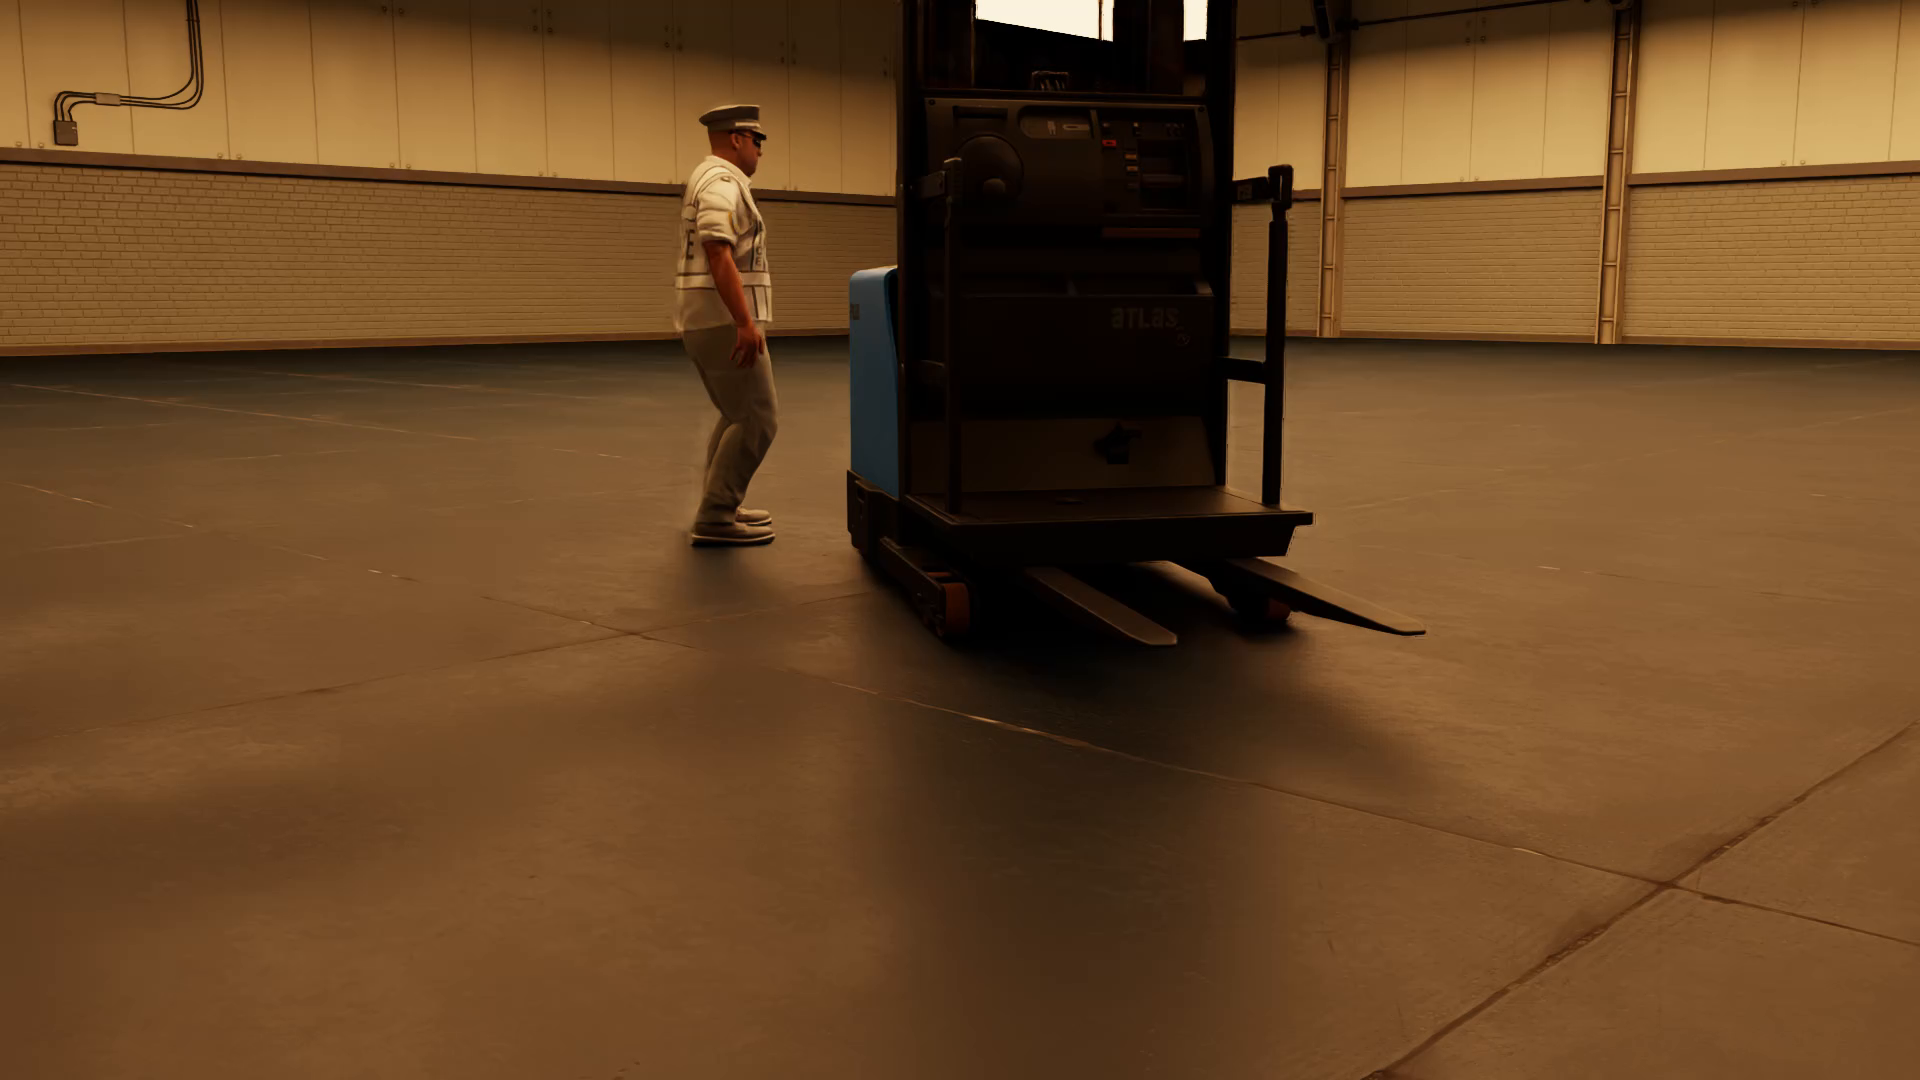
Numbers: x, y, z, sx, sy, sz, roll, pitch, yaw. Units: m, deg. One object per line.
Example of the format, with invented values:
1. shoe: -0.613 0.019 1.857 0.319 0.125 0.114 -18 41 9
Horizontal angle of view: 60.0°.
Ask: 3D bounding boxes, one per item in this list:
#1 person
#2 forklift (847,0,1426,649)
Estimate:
1. person: -0.917 -0.856 6.636 0.427 1.718 0.796 -3 9 -17
2. forklift: 0.399 -1.226 5.016 1.130 2.935 3.031 -2 9 -13
